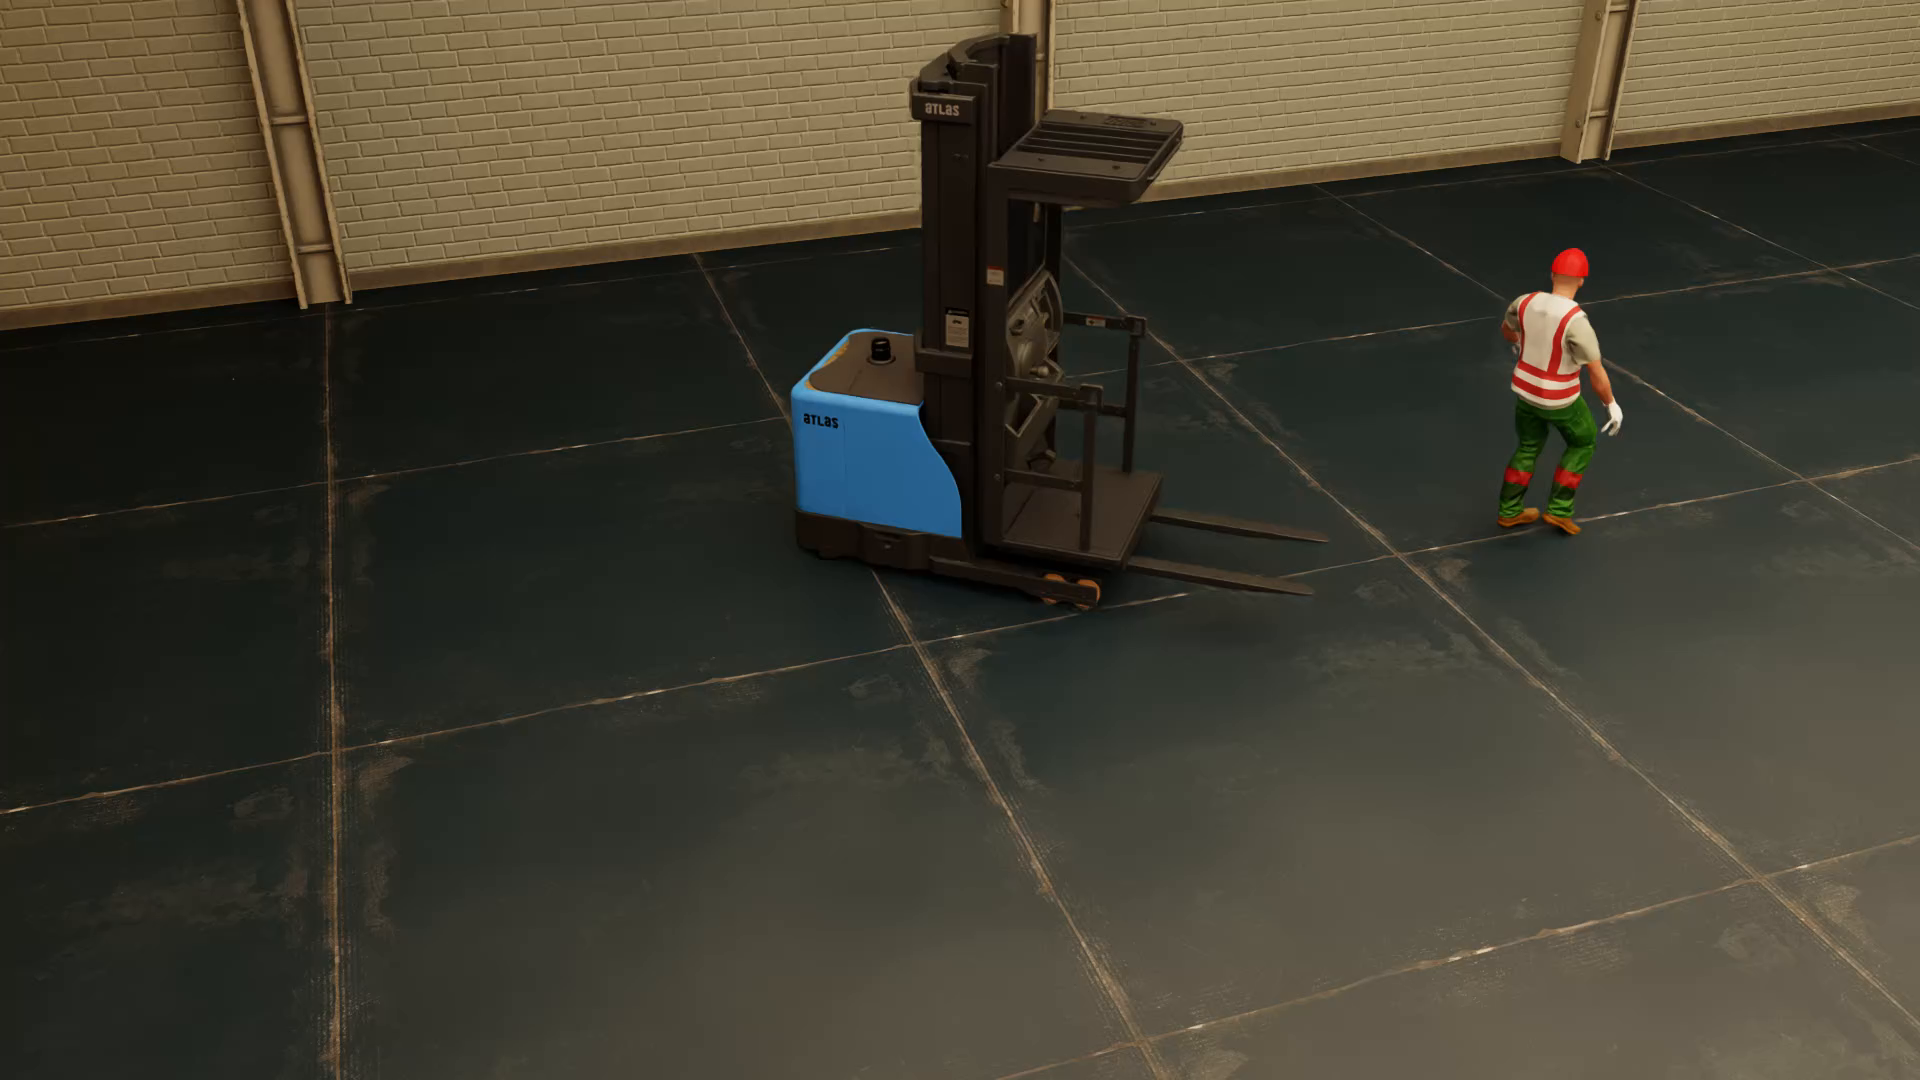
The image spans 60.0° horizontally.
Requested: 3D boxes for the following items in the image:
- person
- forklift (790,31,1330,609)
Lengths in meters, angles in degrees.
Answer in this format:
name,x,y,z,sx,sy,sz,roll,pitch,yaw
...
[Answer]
name,x,y,z,sx,sy,sz,roll,pitch,yaw
person,3.484,-0.859,9.791,0.478,1.797,0.944,-15,33,-24
forklift,0.599,-1.180,9.137,3.031,2.935,1.130,10,31,16
